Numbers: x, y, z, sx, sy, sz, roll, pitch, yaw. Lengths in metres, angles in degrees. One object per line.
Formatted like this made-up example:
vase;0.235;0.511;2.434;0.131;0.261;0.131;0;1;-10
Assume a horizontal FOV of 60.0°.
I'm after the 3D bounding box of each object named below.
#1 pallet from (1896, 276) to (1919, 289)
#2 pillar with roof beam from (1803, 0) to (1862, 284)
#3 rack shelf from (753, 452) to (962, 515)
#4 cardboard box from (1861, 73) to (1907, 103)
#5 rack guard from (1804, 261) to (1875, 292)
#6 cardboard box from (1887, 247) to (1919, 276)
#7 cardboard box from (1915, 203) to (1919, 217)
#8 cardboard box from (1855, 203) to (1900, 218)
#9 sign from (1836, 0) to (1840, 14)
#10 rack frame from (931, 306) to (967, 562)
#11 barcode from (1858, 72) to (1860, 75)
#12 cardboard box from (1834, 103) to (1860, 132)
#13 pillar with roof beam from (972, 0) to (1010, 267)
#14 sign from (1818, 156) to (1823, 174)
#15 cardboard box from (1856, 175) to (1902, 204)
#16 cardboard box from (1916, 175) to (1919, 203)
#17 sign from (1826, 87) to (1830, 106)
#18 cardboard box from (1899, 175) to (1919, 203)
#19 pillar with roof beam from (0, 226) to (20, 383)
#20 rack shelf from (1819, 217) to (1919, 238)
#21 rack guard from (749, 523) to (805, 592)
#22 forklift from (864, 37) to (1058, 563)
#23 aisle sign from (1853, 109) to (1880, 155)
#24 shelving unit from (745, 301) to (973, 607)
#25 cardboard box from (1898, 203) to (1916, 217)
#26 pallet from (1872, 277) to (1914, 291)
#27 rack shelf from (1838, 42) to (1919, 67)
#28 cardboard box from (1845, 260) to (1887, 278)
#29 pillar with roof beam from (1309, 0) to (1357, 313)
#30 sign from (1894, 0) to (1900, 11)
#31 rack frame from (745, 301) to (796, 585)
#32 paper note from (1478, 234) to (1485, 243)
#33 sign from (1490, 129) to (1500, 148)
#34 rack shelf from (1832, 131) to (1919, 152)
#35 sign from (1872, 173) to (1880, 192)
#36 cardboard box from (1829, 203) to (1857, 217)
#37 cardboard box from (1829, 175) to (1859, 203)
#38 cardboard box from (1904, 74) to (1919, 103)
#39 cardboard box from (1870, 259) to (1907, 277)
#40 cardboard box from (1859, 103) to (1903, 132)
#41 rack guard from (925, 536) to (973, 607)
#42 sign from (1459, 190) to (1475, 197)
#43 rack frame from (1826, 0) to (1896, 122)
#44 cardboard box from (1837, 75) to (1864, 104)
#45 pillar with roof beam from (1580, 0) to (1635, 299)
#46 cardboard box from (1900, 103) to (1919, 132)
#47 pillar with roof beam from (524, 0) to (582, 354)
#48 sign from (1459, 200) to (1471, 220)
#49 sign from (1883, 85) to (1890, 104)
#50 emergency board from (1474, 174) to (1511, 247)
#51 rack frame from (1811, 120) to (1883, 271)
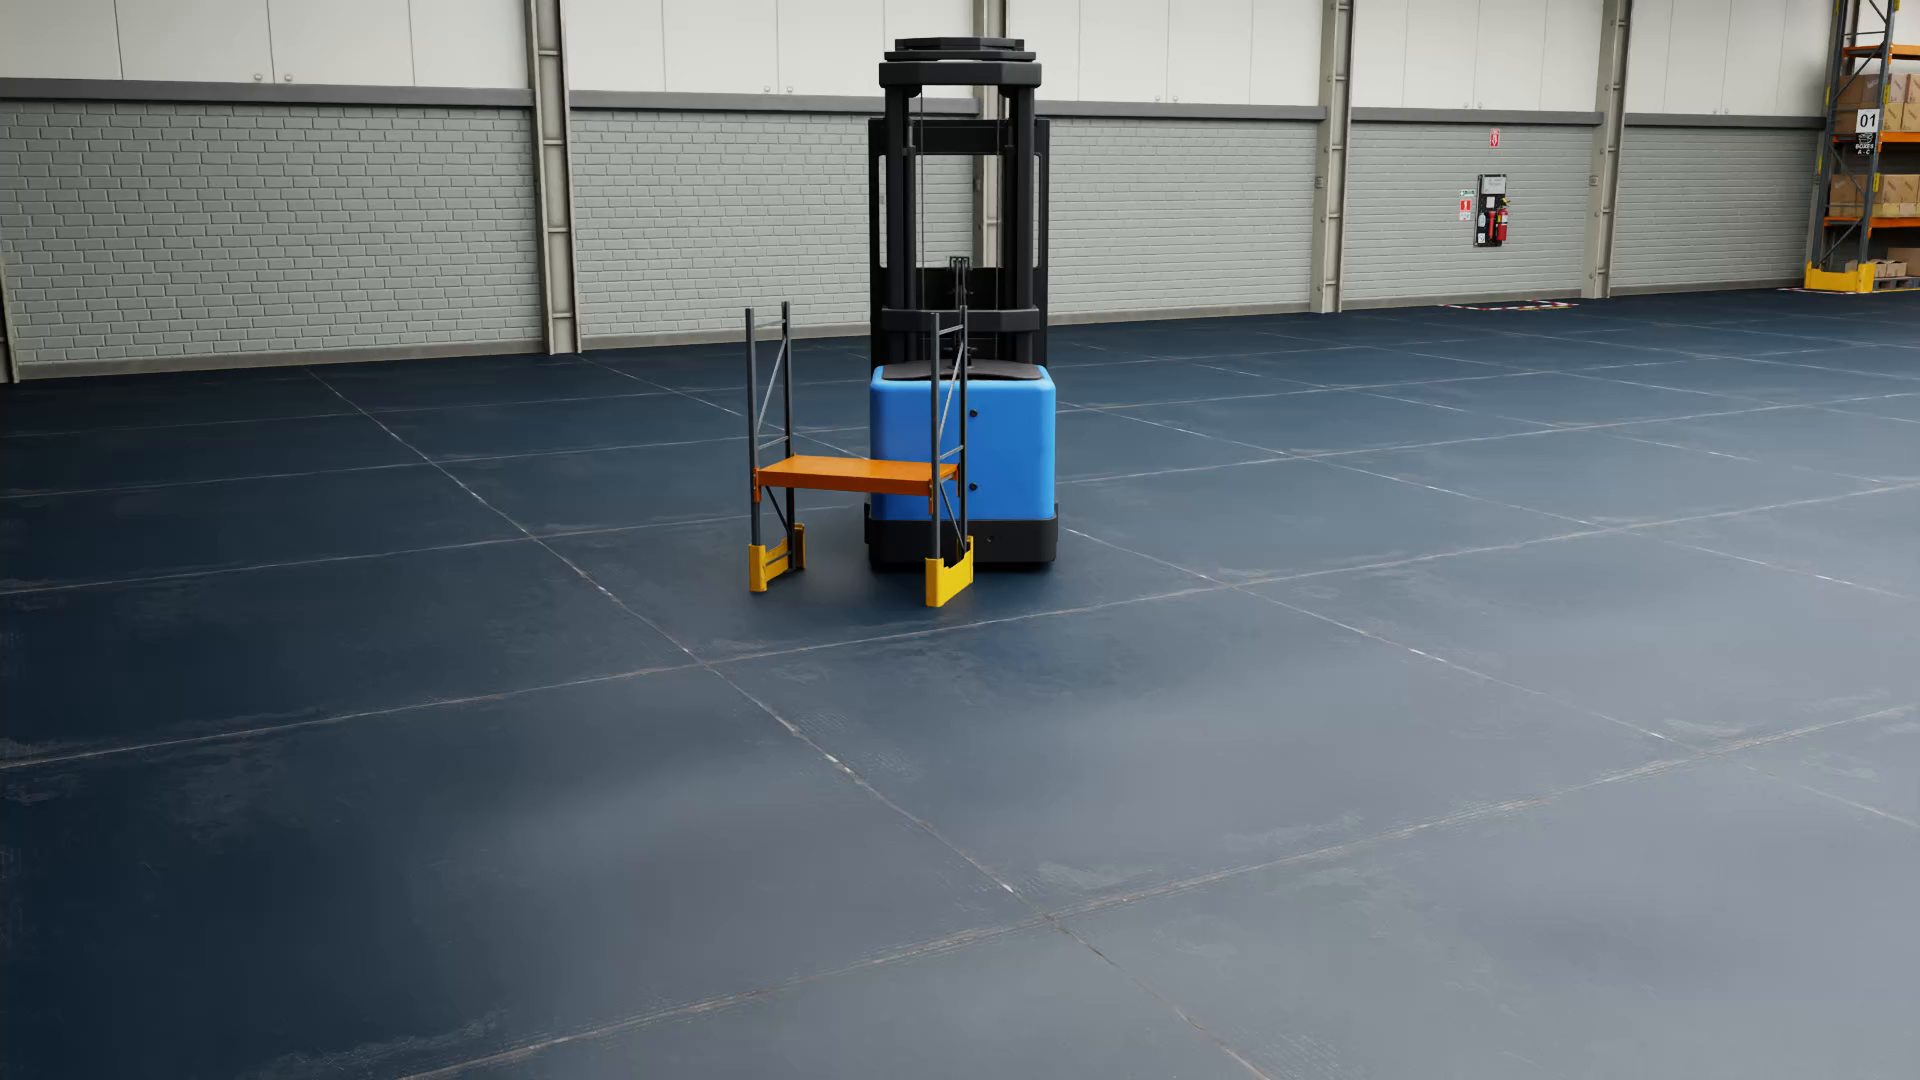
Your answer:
pallet;17.882;-4.892;31.365;1.213;0.211;1.003;-7;14;-28
pillar with roof beam;18.279;-8.376;26.830;0.400;9.000;9.100;-7;14;-28
rack shelf;-0.536;-0.308;8.880;1.000;0.185;0.538;4;13;18
cardboard box;16.470;-8.042;29.628;0.500;0.500;0.500;-8;15;-32
rack guard;16.083;-4.827;30.418;0.348;0.500;1.175;-7;14;-28
cardboard box;17.835;-5.216;31.147;0.500;0.500;0.700;-8;15;-31
cardboard box;17.495;-6.075;30.566;0.500;0.250;0.500;-7;15;-29
cardboard box;16.596;-5.965;30.078;0.500;0.250;0.500;-7;15;-29
sign;15.768;-9.607;29.814;0.005;0.325;0.100;-7;14;-28
rack frame;-0.054;-0.449;8.685;0.032;1.500;0.500;4;13;18
barcode;16.400;-8.502;30.352;0.075;0.075;0.001;-7;14;-28
cardboard box;16.261;-7.653;30.177;0.500;0.500;0.500;-6;14;-24
pillar with roof beam;2.479;-6.482;18.416;0.400;9.000;9.100;-7;14;-28
sign;15.768;-6.866;30.430;0.005;0.325;0.100;-7;14;-28
cardboard box;16.579;-6.333;30.005;0.500;0.500;0.500;-7;14;-28
cardboard box;17.474;-6.436;30.464;0.500;0.500;0.500;-7;15;-30
sign;15.768;-8.043;30.166;0.005;0.325;0.100;-7;14;-28
cardboard box;17.018;-6.383;30.228;0.500;0.500;0.500;-7;14;-28
pillar with roof beam;-8.053;-5.220;12.807;0.400;9.000;9.100;-7;14;-28
rack shelf;17.771;-5.898;31.122;4.000;0.370;1.077;-7;14;-28
rack guard;-1.000;0.092;9.128;0.087;0.250;0.587;4;13;18
forklift;-0.012;-1.568;10.400;1.130;2.935;3.031;0;13;-1
aisle sign;16.096;-7.241;29.532;0.004;0.787;0.394;-7;14;-28
shelving unit;-0.528;-0.483;8.838;1.083;1.500;0.587;4;13;18
cardboard box;17.045;-6.022;30.333;0.500;0.250;0.500;-7;15;-30
pallet;16.813;-4.764;30.799;1.213;0.211;1.003;-7;14;-28
rack shelf;17.771;-8.823;30.463;4.000;0.370;1.077;-7;14;-28
cardboard box;16.666;-4.996;30.601;0.500;0.311;0.500;-9;15;-34
pillar with roof beam;7.746;-7.113;21.221;0.400;9.000;9.100;-7;14;-28
sign;16.276;-9.355;28.873;0.005;0.325;0.100;-7;14;-28
rack frame;-1.019;-0.519;8.996;0.032;1.500;0.500;4;13;18
paper note;8.574;-4.960;27.321;0.142;0.148;0.016;-7;14;-28
sign;8.707;-6.544;27.075;0.199;0.298;0.001;-7;14;-28
rack shelf;17.771;-7.361;30.792;4.000;0.370;1.077;-7;14;-28
sign;16.276;-6.356;29.548;0.005;0.325;0.100;-7;14;-28
cardboard box;16.333;-6.061;30.506;0.500;0.250;0.500;-7;14;-27
cardboard box;16.328;-6.431;30.442;0.500;0.500;0.500;-7;14;-28
cardboard box;16.935;-8.085;29.819;0.500;0.500;0.500;-7;14;-29
cardboard box;17.167;-5.056;30.867;0.500;0.311;0.500;-6;14;-23
cardboard box;16.429;-7.547;29.707;0.500;0.500;0.500;-6;14;-26
rack guard;-0.055;0.161;8.824;0.087;0.250;0.587;4;13;18
sign;8.236;-5.631;27.011;0.331;0.109;0.001;-7;14;-28
rack frame;16.016;-8.965;29.449;0.127;3.000;1.000;-7;14;-28
cardboard box;16.269;-8.144;30.081;0.500;0.500;0.500;-6;14;-25
pillar with roof beam;13.012;-7.744;24.026;0.400;9.000;9.100;-7;14;-28
cardboard box;16.918;-7.597;29.928;0.500;0.500;0.500;-6;14;-24
pillar with roof beam;-2.787;-5.851;15.612;0.400;9.000;9.100;-7;14;-28
sign;8.227;-5.374;27.074;0.234;0.329;0.001;-7;14;-28
sign;16.276;-7.823;29.218;0.005;0.325;0.100;-7;14;-28
emergency board;8.762;-5.395;27.248;0.643;1.169;0.194;-7;14;-28
rack frame;16.016;-6.038;30.108;0.127;3.000;1.000;-7;14;-28
